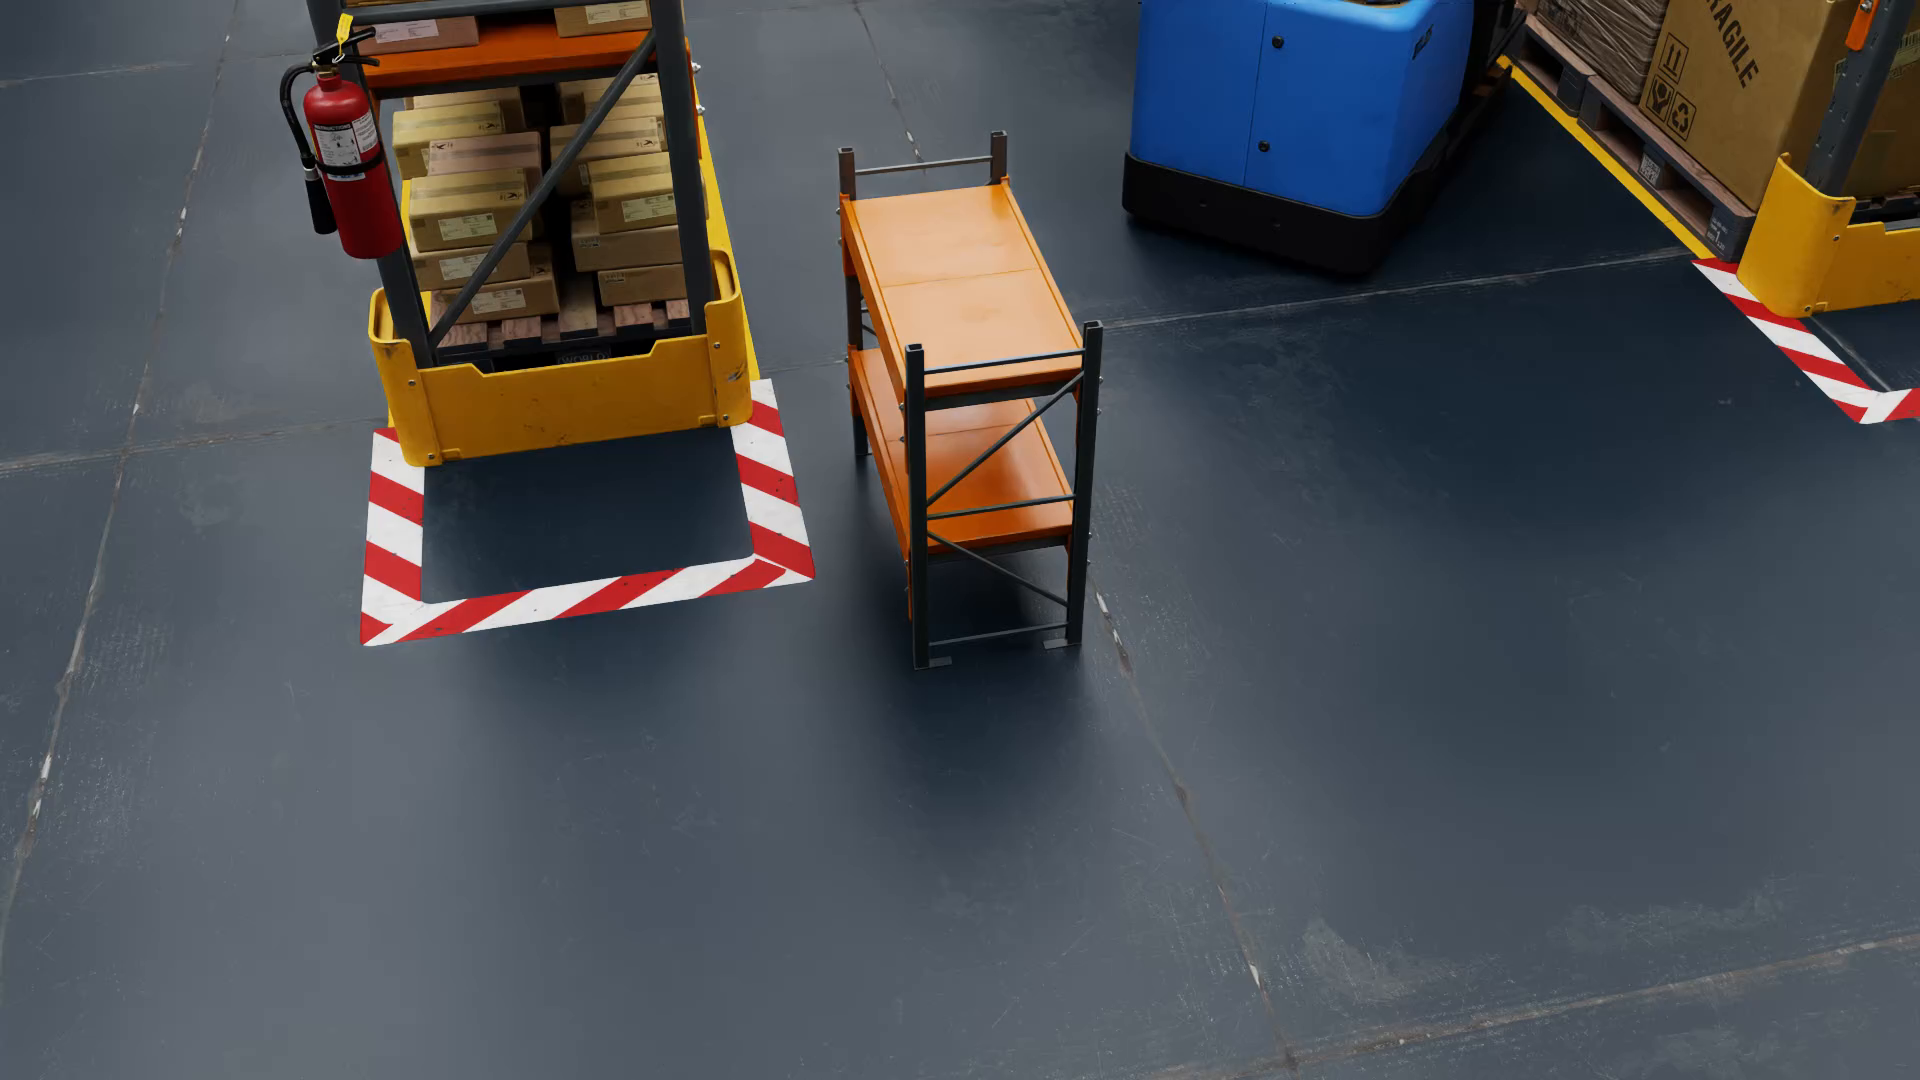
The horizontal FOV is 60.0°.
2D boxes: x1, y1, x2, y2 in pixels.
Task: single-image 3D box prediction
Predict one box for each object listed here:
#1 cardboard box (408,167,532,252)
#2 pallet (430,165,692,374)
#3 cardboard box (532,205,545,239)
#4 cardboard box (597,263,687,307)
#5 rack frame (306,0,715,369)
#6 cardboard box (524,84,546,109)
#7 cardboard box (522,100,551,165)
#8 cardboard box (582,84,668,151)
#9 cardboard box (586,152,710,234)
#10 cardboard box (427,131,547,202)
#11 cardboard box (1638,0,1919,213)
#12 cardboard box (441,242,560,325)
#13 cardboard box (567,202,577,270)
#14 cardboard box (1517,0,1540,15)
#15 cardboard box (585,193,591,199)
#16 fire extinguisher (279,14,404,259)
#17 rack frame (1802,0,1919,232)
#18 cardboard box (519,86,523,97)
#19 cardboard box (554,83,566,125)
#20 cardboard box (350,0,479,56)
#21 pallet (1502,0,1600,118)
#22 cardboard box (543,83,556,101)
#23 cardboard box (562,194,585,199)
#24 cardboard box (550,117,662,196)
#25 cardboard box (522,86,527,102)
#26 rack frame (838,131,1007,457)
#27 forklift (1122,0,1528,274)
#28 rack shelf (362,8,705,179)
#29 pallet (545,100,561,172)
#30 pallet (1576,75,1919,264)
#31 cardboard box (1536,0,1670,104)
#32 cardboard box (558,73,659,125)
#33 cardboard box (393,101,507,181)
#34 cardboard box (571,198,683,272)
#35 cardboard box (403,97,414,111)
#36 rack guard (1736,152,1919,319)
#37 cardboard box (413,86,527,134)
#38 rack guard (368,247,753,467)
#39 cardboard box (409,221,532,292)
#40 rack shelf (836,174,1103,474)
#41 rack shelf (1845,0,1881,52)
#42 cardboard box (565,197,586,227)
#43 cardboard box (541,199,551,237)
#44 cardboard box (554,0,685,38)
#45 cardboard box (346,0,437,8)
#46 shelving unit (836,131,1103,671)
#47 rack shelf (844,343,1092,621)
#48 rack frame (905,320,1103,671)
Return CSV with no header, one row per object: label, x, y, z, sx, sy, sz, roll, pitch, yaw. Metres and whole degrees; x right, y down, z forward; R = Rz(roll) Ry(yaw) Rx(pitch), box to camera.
cardboard box,-1.656,-1.121,5.637,0.380,0.149,0.250,-8,42,-9
pallet,-1.452,-1.039,6.262,1.003,0.211,1.213,-8,42,-9
cardboard box,-1.691,-1.181,5.929,0.380,0.149,0.250,-9,42,-10
cardboard box,-1.095,-0.977,5.923,0.380,0.149,0.250,-8,42,-8
rack frame,-1.294,-1.501,4.681,1.000,3.000,0.127,-8,42,-9
cardboard box,-1.942,-1.908,6.971,0.380,0.149,0.250,-7,42,-8
cardboard box,-1.758,-1.530,6.321,0.380,0.149,0.250,-9,42,-10
cardboard box,-1.182,-1.546,6.115,0.380,0.149,0.250,-8,42,-9
cardboard box,-1.076,-1.203,5.728,0.380,0.149,0.250,-10,43,-11
cardboard box,-1.654,-1.292,5.829,0.380,0.149,0.250,-8,42,-8
cardboard box,3.354,-1.912,6.429,0.875,0.875,0.875,-8,42,-9
cardboard box,-1.612,-0.903,5.839,0.380,0.149,0.250,-8,42,-9
cardboard box,-1.231,-1.135,6.101,0.380,0.149,0.250,-9,42,-9
cardboard box,2.966,-3.079,7.743,0.875,0.875,0.875,-8,42,-9
cardboard box,-1.161,-1.265,6.023,0.380,0.149,0.250,-9,42,-9
fire extinguisher,-1.691,-1.103,4.572,0.296,0.674,0.183,-8,42,-9
rack frame,3.570,-2.146,5.408,1.000,3.000,0.127,-8,42,-9
cardboard box,-1.962,-1.844,6.674,0.380,0.149,0.250,-6,42,-7
cardboard box,-1.400,-1.751,6.570,0.380,0.149,0.250,-10,43,-11
cardboard box,-1.641,-1.578,4.957,0.380,0.149,0.250,-8,42,-9
pallet,3.062,-2.400,7.794,1.003,0.211,1.213,-8,42,-9
cardboard box,-1.498,-1.921,6.762,0.380,0.149,0.250,-6,42,-7
cardboard box,-1.300,-1.411,6.187,0.380,0.149,0.250,-8,42,-9
cardboard box,-1.253,-1.364,5.910,0.380,0.149,0.250,-8,42,-9
cardboard box,-1.961,-1.734,6.775,0.380,0.149,0.250,-8,42,-8
rack frame,-0.108,-0.746,5.243,0.500,1.125,0.032,-8,42,-9
forklift,1.806,-3.067,6.497,1.130,2.935,3.031,20,45,21
rack shelf,-1.726,-2.528,6.381,1.077,0.370,4.000,-8,42,-9
pallet,-1.712,-1.828,7.151,1.003,0.211,1.213,-8,42,-9
pallet,3.321,-1.610,6.905,1.003,0.211,1.213,-8,42,-9
cardboard box,3.158,-2.502,7.093,0.875,0.875,0.875,-8,42,-9
cardboard box,-1.316,-1.695,6.283,0.380,0.149,0.250,-10,43,-11
cardboard box,-1.834,-1.442,5.998,0.380,0.149,0.250,-9,42,-10
cardboard box,-1.157,-1.079,5.814,0.380,0.149,0.250,-7,42,-7
cardboard box,-1.941,-1.785,6.384,0.380,0.149,0.250,-7,42,-8
rack guard,3.576,-1.196,6.220,1.175,0.500,0.348,-8,42,-9
cardboard box,-1.828,-1.619,6.197,0.380,0.149,0.250,-10,43,-11
rack guard,-1.311,-0.615,5.567,1.175,0.500,0.348,-8,42,-9
cardboard box,-1.687,-1.004,5.729,0.380,0.149,0.250,-9,42,-10
rack shelf,0.001,-0.635,4.677,0.538,0.278,1.000,-8,42,-9
rack shelf,3.139,-3.174,7.107,1.077,0.370,4.000,-8,42,-9
cardboard box,-1.292,-1.295,6.281,0.380,0.149,0.250,-8,42,-9
cardboard box,-1.739,-1.239,6.217,0.380,0.149,0.250,-9,42,-9
cardboard box,-1.044,-1.664,5.054,0.380,0.149,0.250,-9,42,-10
cardboard box,-1.643,-1.904,4.836,0.500,0.500,0.500,-8,42,-8
shelving unit,0.001,-0.416,4.872,0.538,1.125,1.048,-8,42,-9
rack shelf,0.001,-0.233,5.034,0.538,0.278,1.000,-8,42,-9
rack frame,0.111,-0.087,4.500,0.500,1.125,0.032,-8,42,-9
